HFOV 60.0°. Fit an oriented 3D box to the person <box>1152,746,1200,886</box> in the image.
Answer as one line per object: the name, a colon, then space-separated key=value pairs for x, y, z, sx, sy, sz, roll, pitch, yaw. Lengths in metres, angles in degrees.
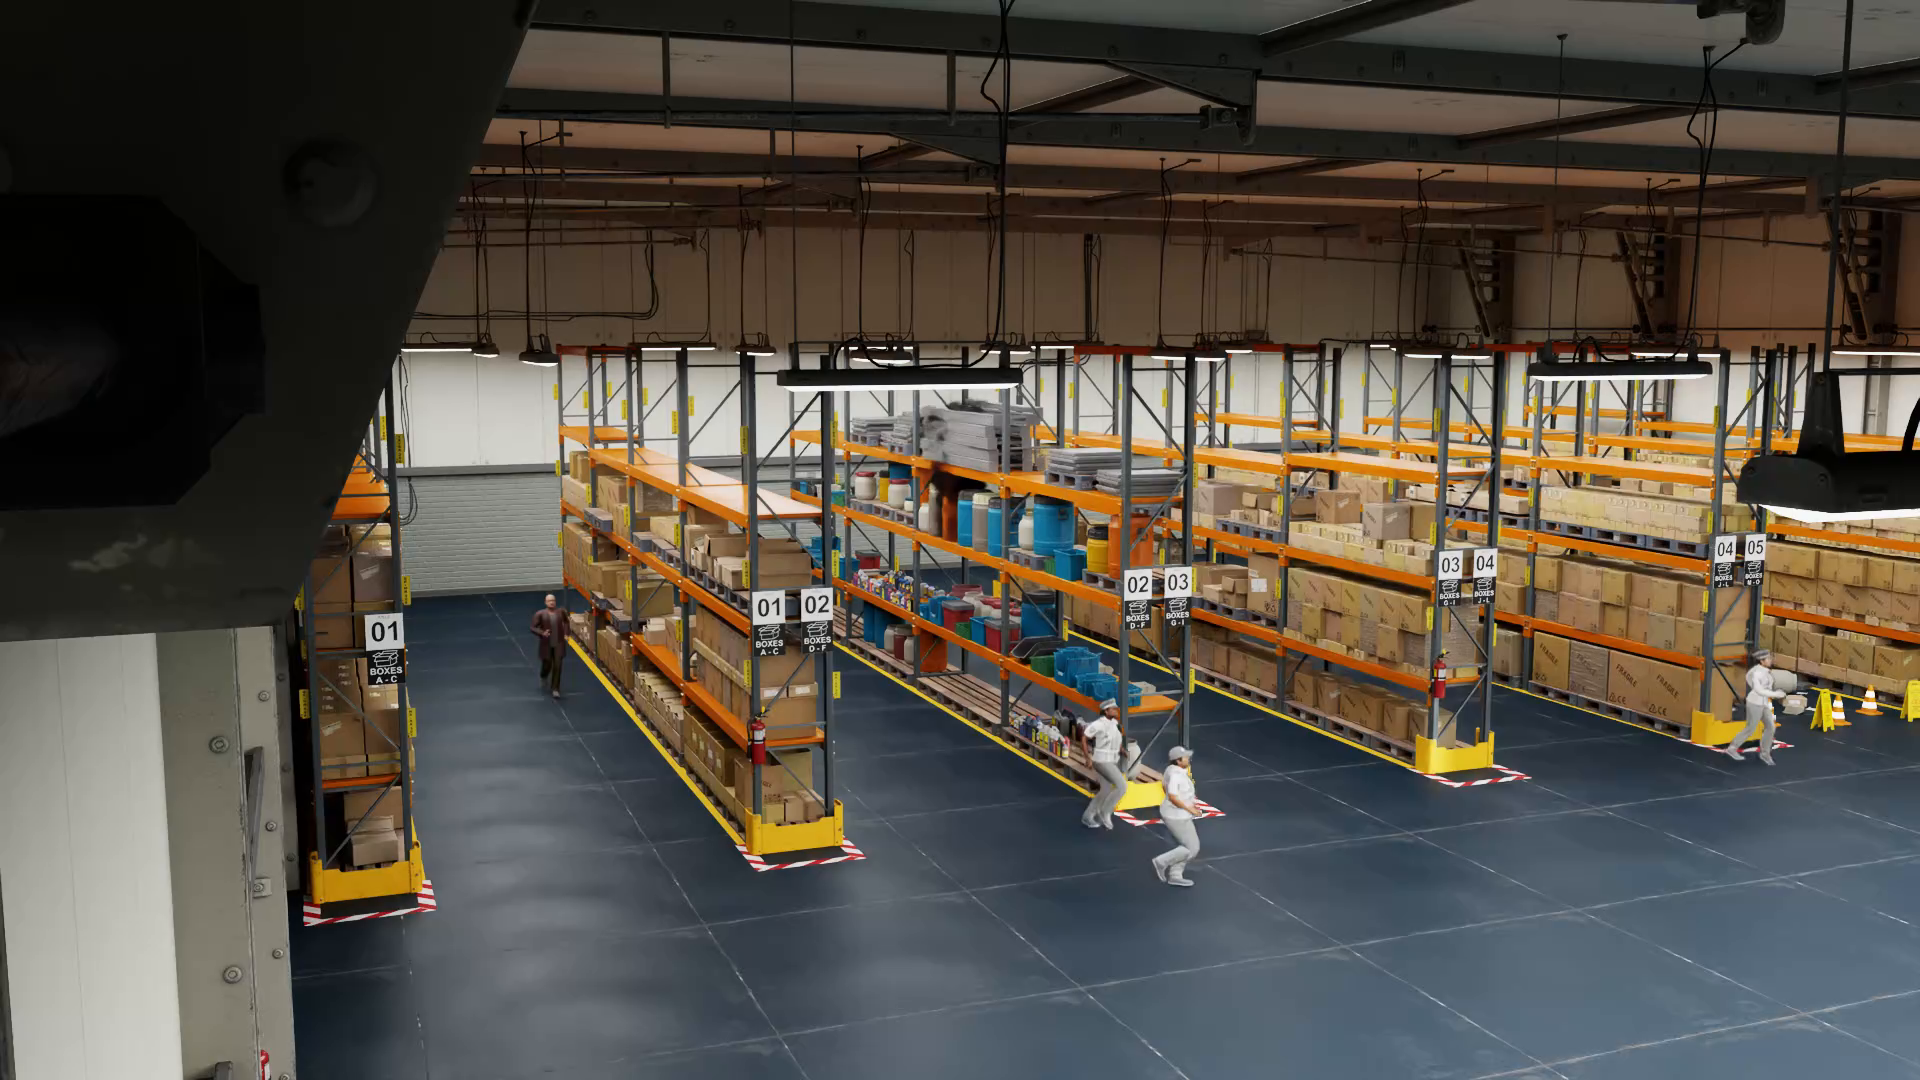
person: x=2.442 y=3.138 z=18.895 sx=0.544 sy=1.621 sz=0.596 roll=0 pitch=7 yaw=-3

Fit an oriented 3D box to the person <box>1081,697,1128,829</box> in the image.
person: x=1.900 y=2.824 z=21.139 sx=0.627 sy=1.633 sz=0.577 roll=4 pitch=8 yaw=31

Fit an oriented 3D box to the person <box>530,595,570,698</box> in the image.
person: x=-7.079 y=1.807 z=28.792 sx=0.718 sy=1.746 sz=0.833 roll=-4 pitch=8 yaw=-26

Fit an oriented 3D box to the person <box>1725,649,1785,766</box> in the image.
person: x=11.604 y=2.439 z=24.219 sx=0.739 sy=1.764 sz=0.627 roll=5 pitch=9 yaw=34
